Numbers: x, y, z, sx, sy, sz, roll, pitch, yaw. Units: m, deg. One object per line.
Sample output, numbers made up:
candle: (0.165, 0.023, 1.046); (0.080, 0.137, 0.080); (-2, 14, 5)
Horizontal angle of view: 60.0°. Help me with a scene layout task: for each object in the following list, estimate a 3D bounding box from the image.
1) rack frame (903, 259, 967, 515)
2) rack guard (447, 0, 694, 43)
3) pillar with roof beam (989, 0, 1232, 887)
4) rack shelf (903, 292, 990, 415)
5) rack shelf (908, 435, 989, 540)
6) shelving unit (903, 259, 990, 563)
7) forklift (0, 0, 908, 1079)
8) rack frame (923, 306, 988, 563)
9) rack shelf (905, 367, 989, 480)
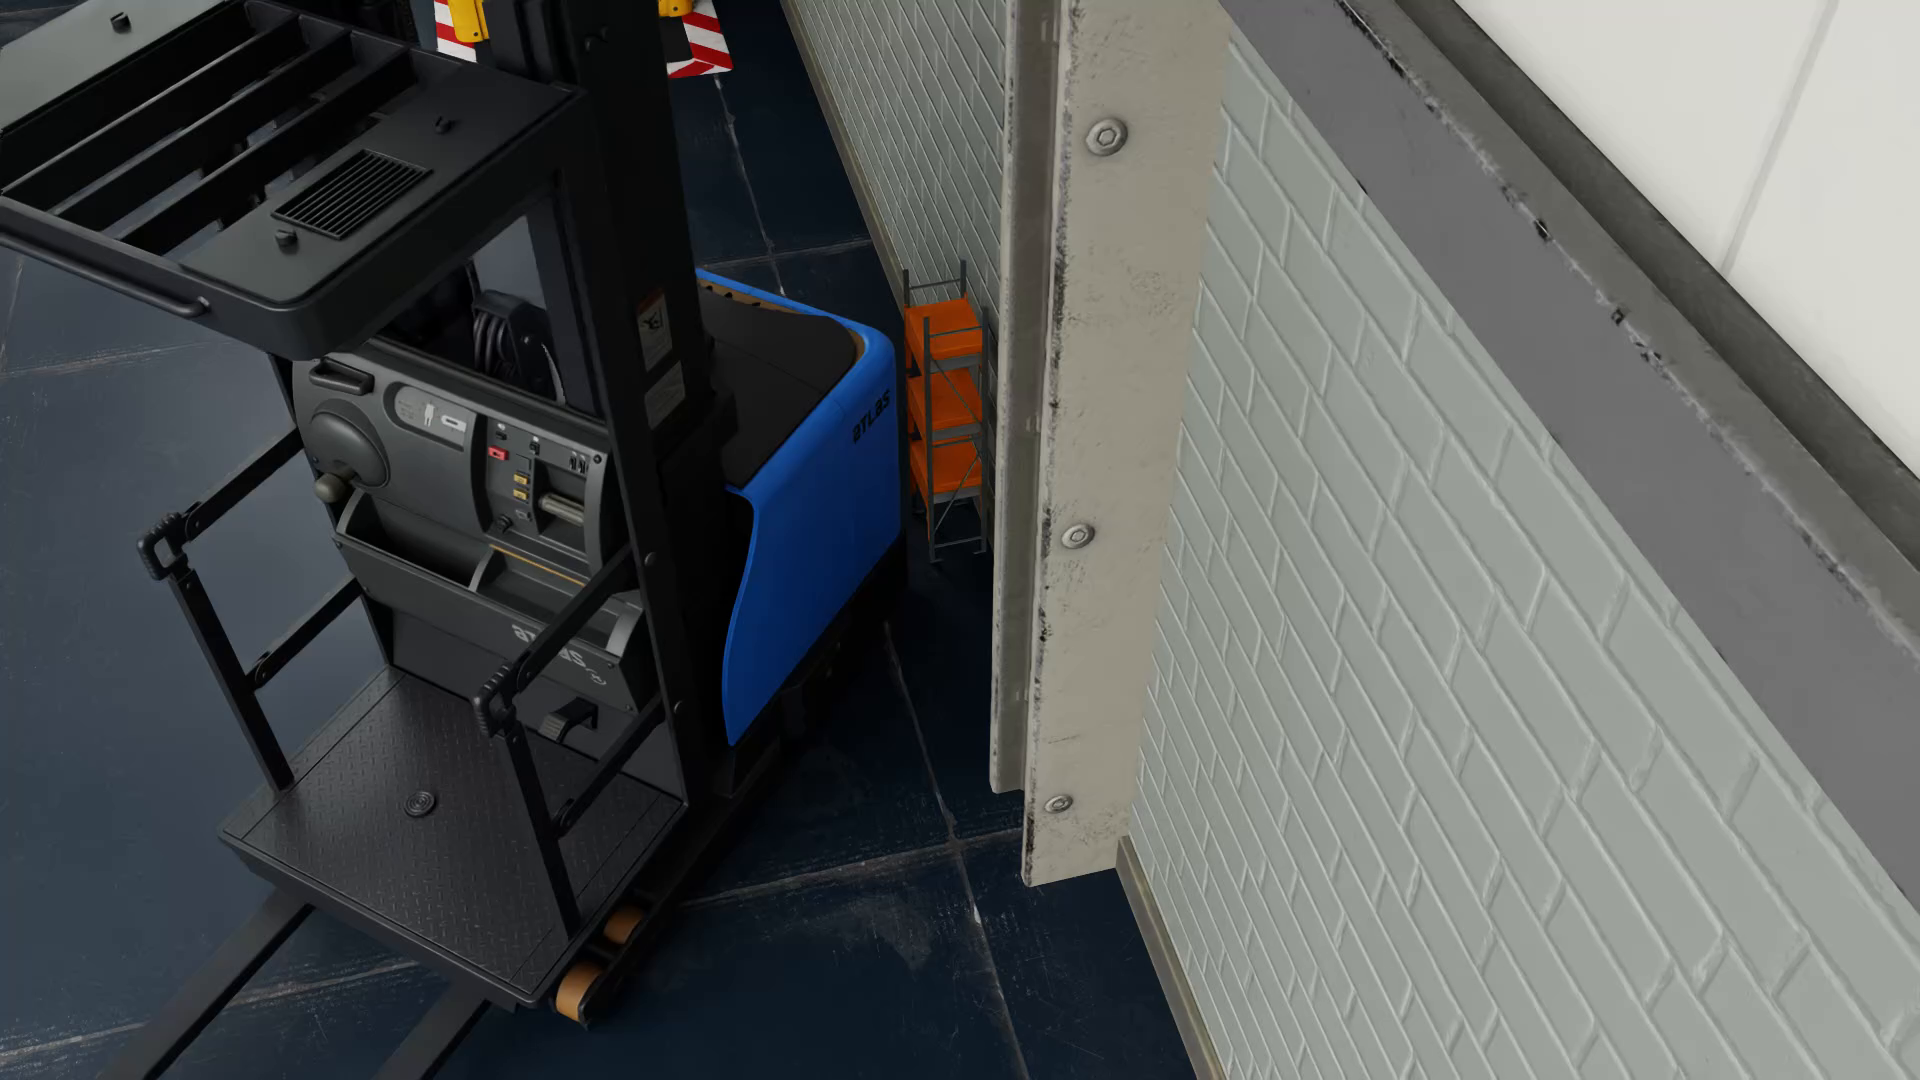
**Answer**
rack frame: (-0.075, -0.477, 5.482); (0.200, 1.050, 0.008); (-12, 47, -11)
rack guard: (-1.936, -2.823, 8.167); (1.175, 0.500, 0.348); (-11, 47, -10)
pillar with roof beam: (-3.875, -1.530, 0.949); (9.100, 9.000, 0.400); (-11, 47, -10)
rack shelf: (-0.044, -0.584, 5.204); (0.215, 0.259, 0.240); (-12, 47, -11)
rack shelf: (-0.041, -0.192, 5.606); (0.215, 0.259, 0.240); (-12, 47, -11)
shelving unit: (-0.042, -0.393, 5.399); (0.215, 1.050, 0.252); (-12, 47, -11)
forklift: (-1.311, -0.106, 3.801); (1.130, 2.935, 3.031); (21, 49, 19)
rack frame: (-0.009, -0.309, 5.317); (0.200, 1.050, 0.008); (-12, 47, -11)
rack shelf: (-0.042, -0.386, 5.407); (0.215, 0.259, 0.240); (-12, 47, -11)
